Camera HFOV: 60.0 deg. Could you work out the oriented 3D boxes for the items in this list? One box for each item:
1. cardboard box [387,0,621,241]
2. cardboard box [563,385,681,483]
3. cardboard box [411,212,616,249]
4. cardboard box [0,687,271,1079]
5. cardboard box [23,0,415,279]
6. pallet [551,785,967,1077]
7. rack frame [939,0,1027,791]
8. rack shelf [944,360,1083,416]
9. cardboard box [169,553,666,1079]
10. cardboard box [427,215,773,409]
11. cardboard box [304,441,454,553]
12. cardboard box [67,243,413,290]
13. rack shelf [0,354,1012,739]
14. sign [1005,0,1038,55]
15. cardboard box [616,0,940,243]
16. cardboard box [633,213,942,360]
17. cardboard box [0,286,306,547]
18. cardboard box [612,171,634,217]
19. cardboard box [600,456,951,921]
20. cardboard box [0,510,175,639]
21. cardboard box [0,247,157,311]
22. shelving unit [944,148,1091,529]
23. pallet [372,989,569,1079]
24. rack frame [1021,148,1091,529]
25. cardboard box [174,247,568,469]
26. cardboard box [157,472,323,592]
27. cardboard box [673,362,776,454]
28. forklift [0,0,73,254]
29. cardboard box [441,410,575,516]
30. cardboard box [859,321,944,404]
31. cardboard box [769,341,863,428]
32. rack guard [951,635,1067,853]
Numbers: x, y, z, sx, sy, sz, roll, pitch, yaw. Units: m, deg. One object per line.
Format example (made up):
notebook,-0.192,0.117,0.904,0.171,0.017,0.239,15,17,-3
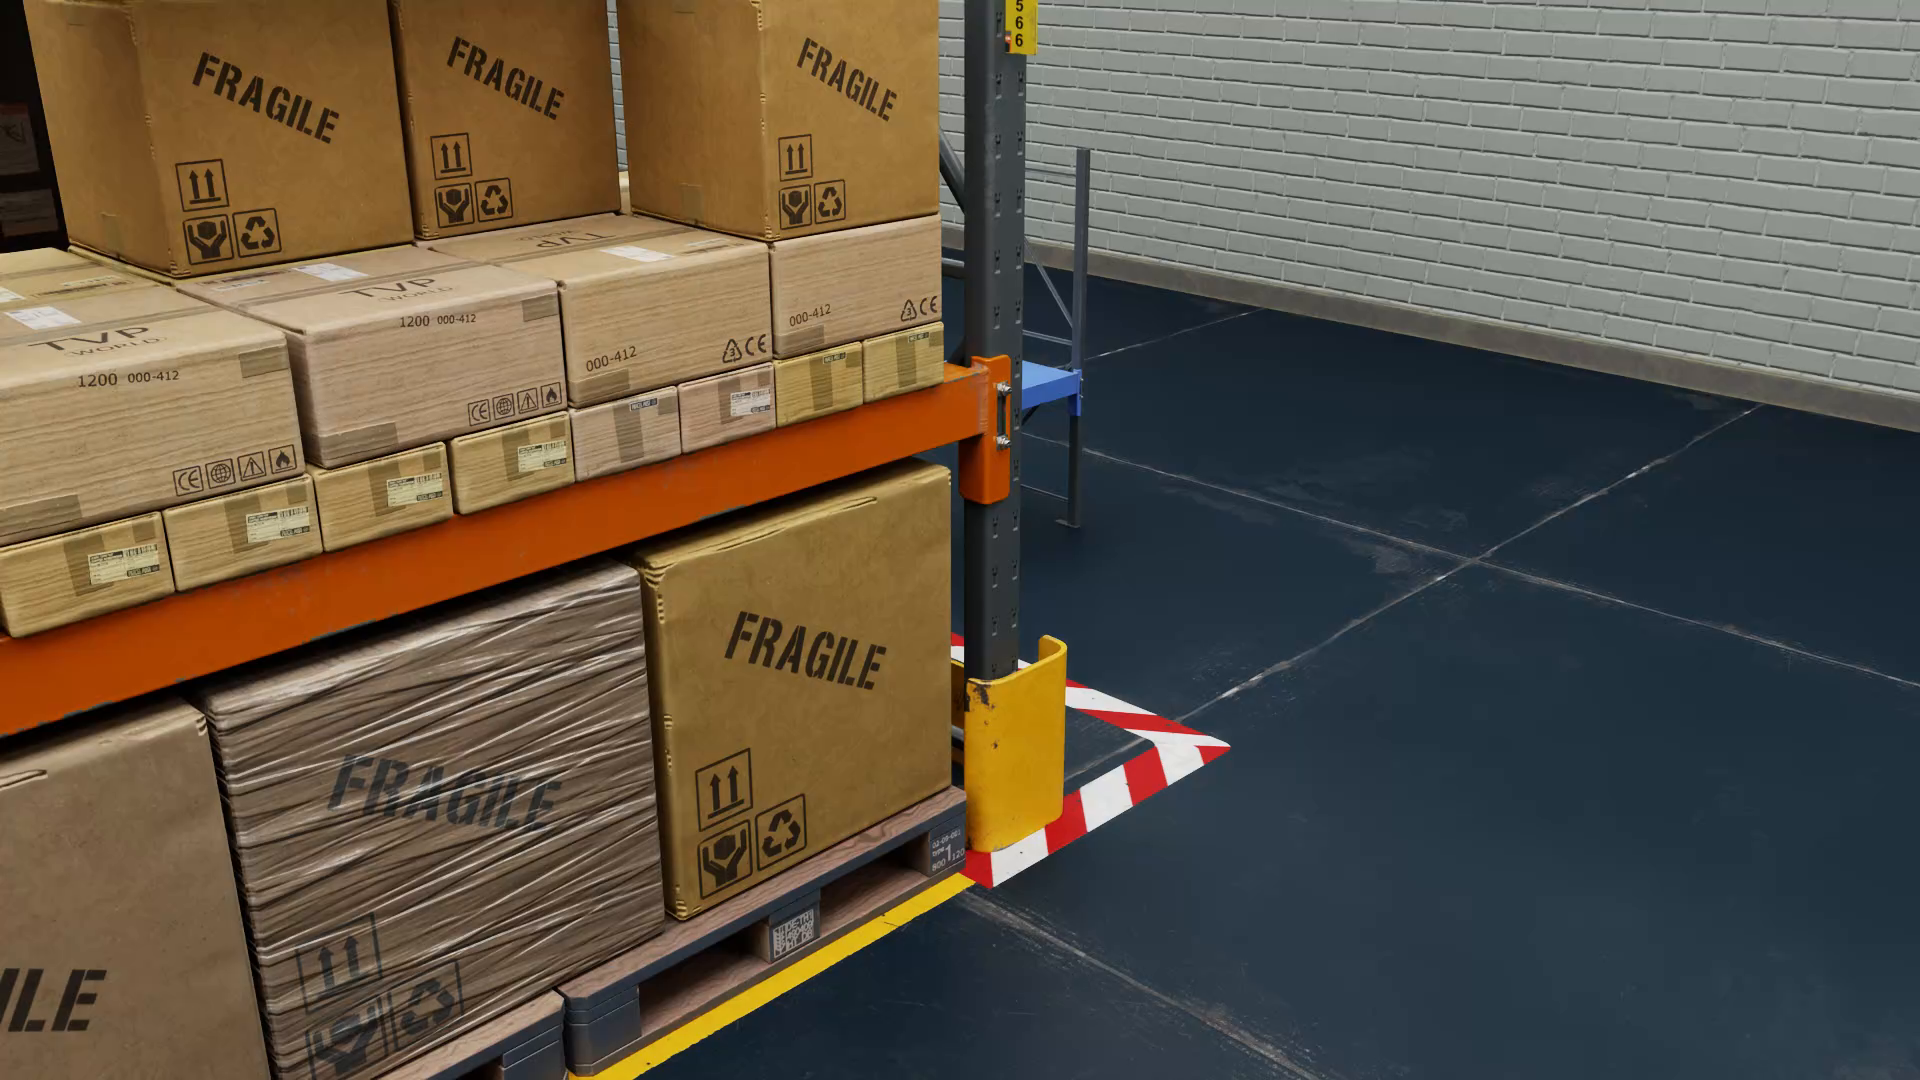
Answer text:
cardboard box,-1.120,-0.979,3.689,0.500,0.500,0.500,18,28,39
cardboard box,-0.787,-0.257,3.413,0.250,0.149,0.380,-20,28,-41
cardboard box,-1.129,-0.622,3.806,0.500,0.250,0.500,19,28,40
cardboard box,-1.888,0.699,2.952,0.875,0.875,0.875,19,28,41
cardboard box,-1.477,-0.844,3.339,0.500,0.500,0.500,18,28,39
pallet,-0.745,0.783,4.244,1.003,0.211,1.213,19,28,41
rack frame,-0.243,-0.744,4.330,1.000,3.000,0.127,19,28,41
rack shelf,-0.059,-0.510,6.313,0.538,0.185,1.000,19,28,41
cardboard box,-1.267,0.470,3.547,0.875,0.875,0.875,19,28,41
cardboard box,-0.746,-0.492,3.467,0.500,0.250,0.500,19,28,40
cardboard box,-1.148,-0.123,3.064,0.380,0.149,0.250,19,28,41
cardboard box,-1.483,-0.494,3.472,0.500,0.250,0.500,18,27,39
rack shelf,-1.638,0.106,3.121,1.077,0.370,4.000,19,28,41
sign,0.136,-1.256,3.717,0.100,0.325,0.005,19,28,41
cardboard box,-0.395,-0.972,3.672,0.500,0.500,0.500,20,29,41
cardboard box,-0.391,-0.622,3.806,0.500,0.250,0.500,19,28,40
cardboard box,-1.461,-0.226,2.776,0.500,0.250,0.500,19,28,41
cardboard box,-0.772,-0.757,4.158,0.500,0.250,0.500,18,28,39
cardboard box,-0.632,0.236,4.155,0.875,0.875,0.875,19,28,41
cardboard box,-1.503,0.007,2.724,0.380,0.149,0.250,18,28,39
cardboard box,-1.843,-0.358,3.120,0.500,0.250,0.500,19,28,40
shelving unit,-0.059,-0.678,6.248,0.538,1.500,1.048,19,28,41
pallet,-1.596,1.095,3.432,1.003,0.211,1.213,19,28,41
rack frame,0.295,-0.809,6.588,0.500,1.500,0.032,19,28,41
cardboard box,-1.100,-0.361,3.127,0.500,0.250,0.500,18,27,39
cardboard box,-1.322,-0.060,2.900,0.250,0.149,0.380,-19,28,-41
cardboard box,-0.613,-0.321,3.579,0.380,0.149,0.250,19,28,41
forklift,-3.245,-0.798,4.566,1.130,2.935,3.031,18,27,39
cardboard box,-0.967,-0.190,3.238,0.380,0.149,0.250,18,28,39
cardboard box,-0.256,-0.453,3.922,0.250,0.149,0.380,-20,28,-41
cardboard box,-0.436,-0.386,3.747,0.380,0.149,0.250,20,28,41
rack guard,-0.227,0.417,4.794,1.175,0.500,0.348,19,28,41
